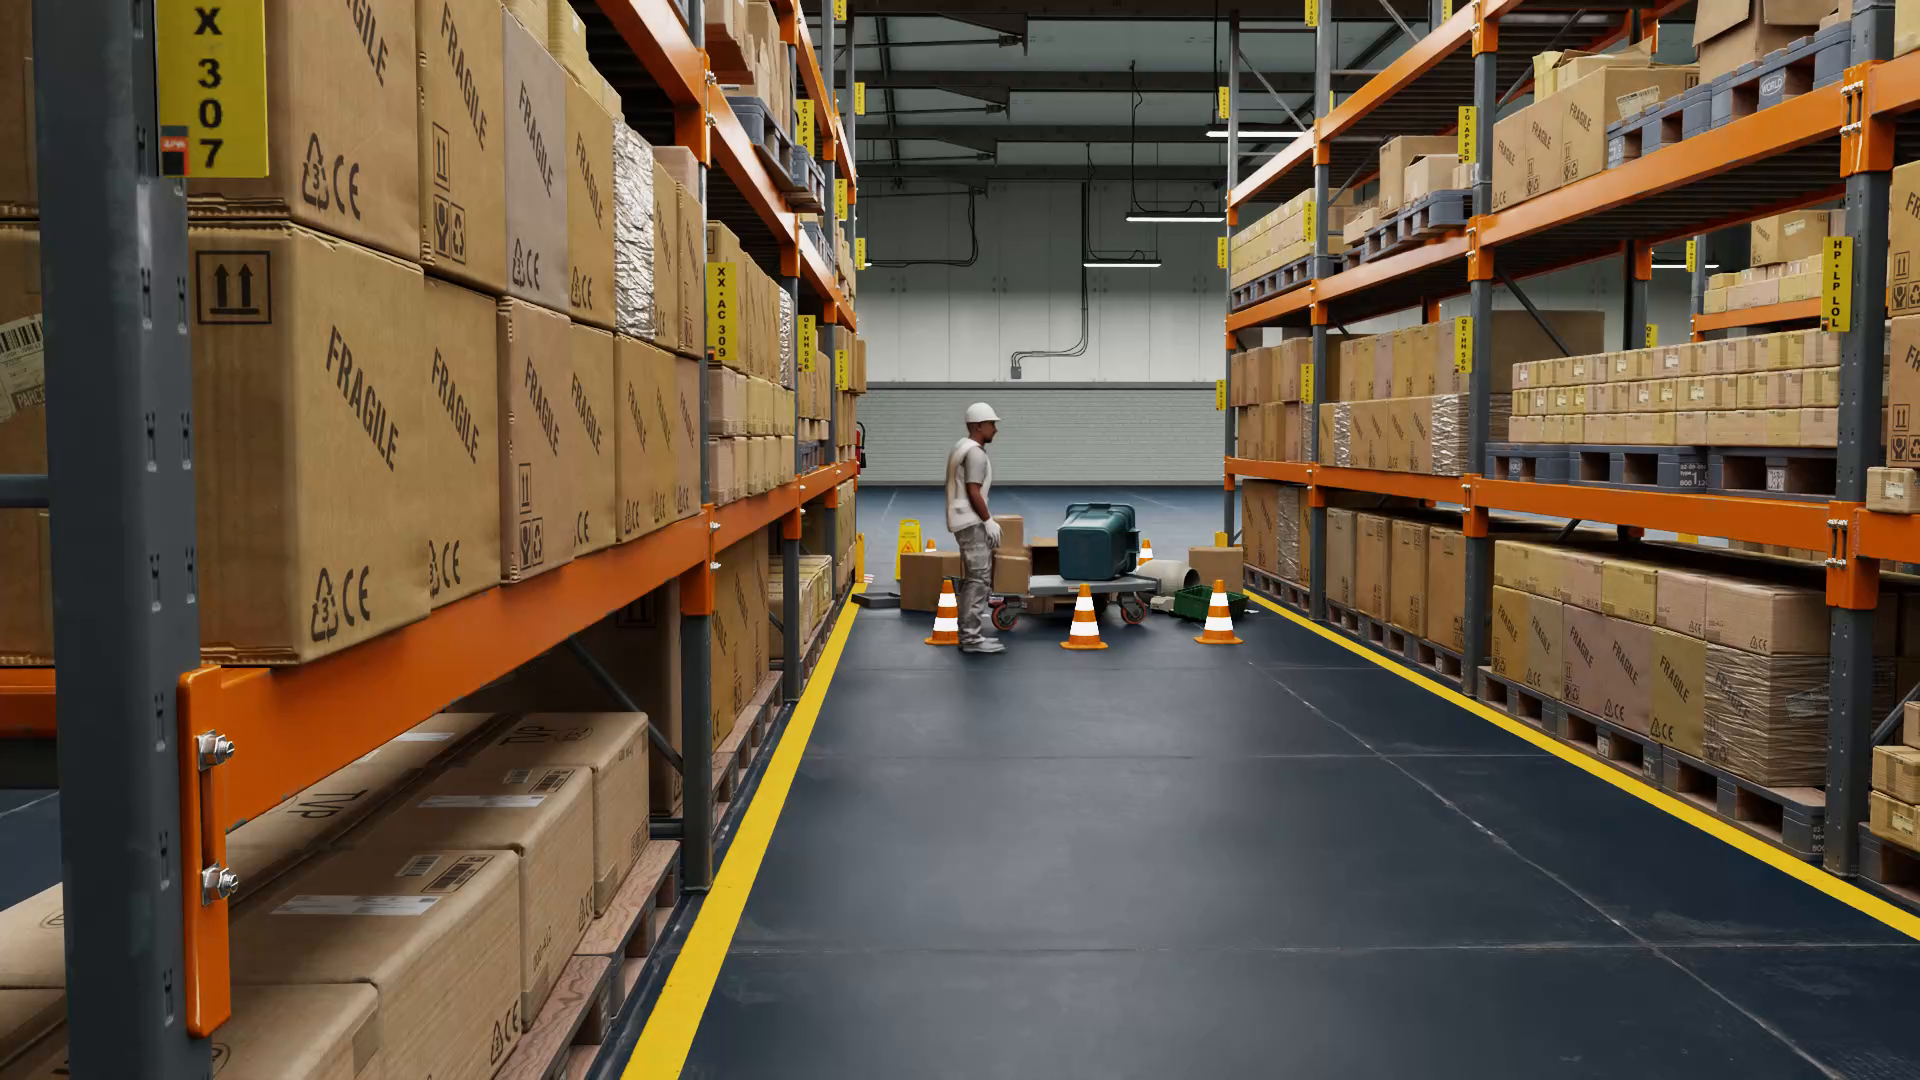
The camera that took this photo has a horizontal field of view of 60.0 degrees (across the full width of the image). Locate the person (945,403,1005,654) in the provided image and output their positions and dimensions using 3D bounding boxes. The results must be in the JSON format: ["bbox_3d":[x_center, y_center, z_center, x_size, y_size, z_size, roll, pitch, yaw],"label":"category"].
[{"bbox_3d":[0.103,-0.093,11.980,0.411,1.781,0.575,0,4,-4],"label":"person"}]
